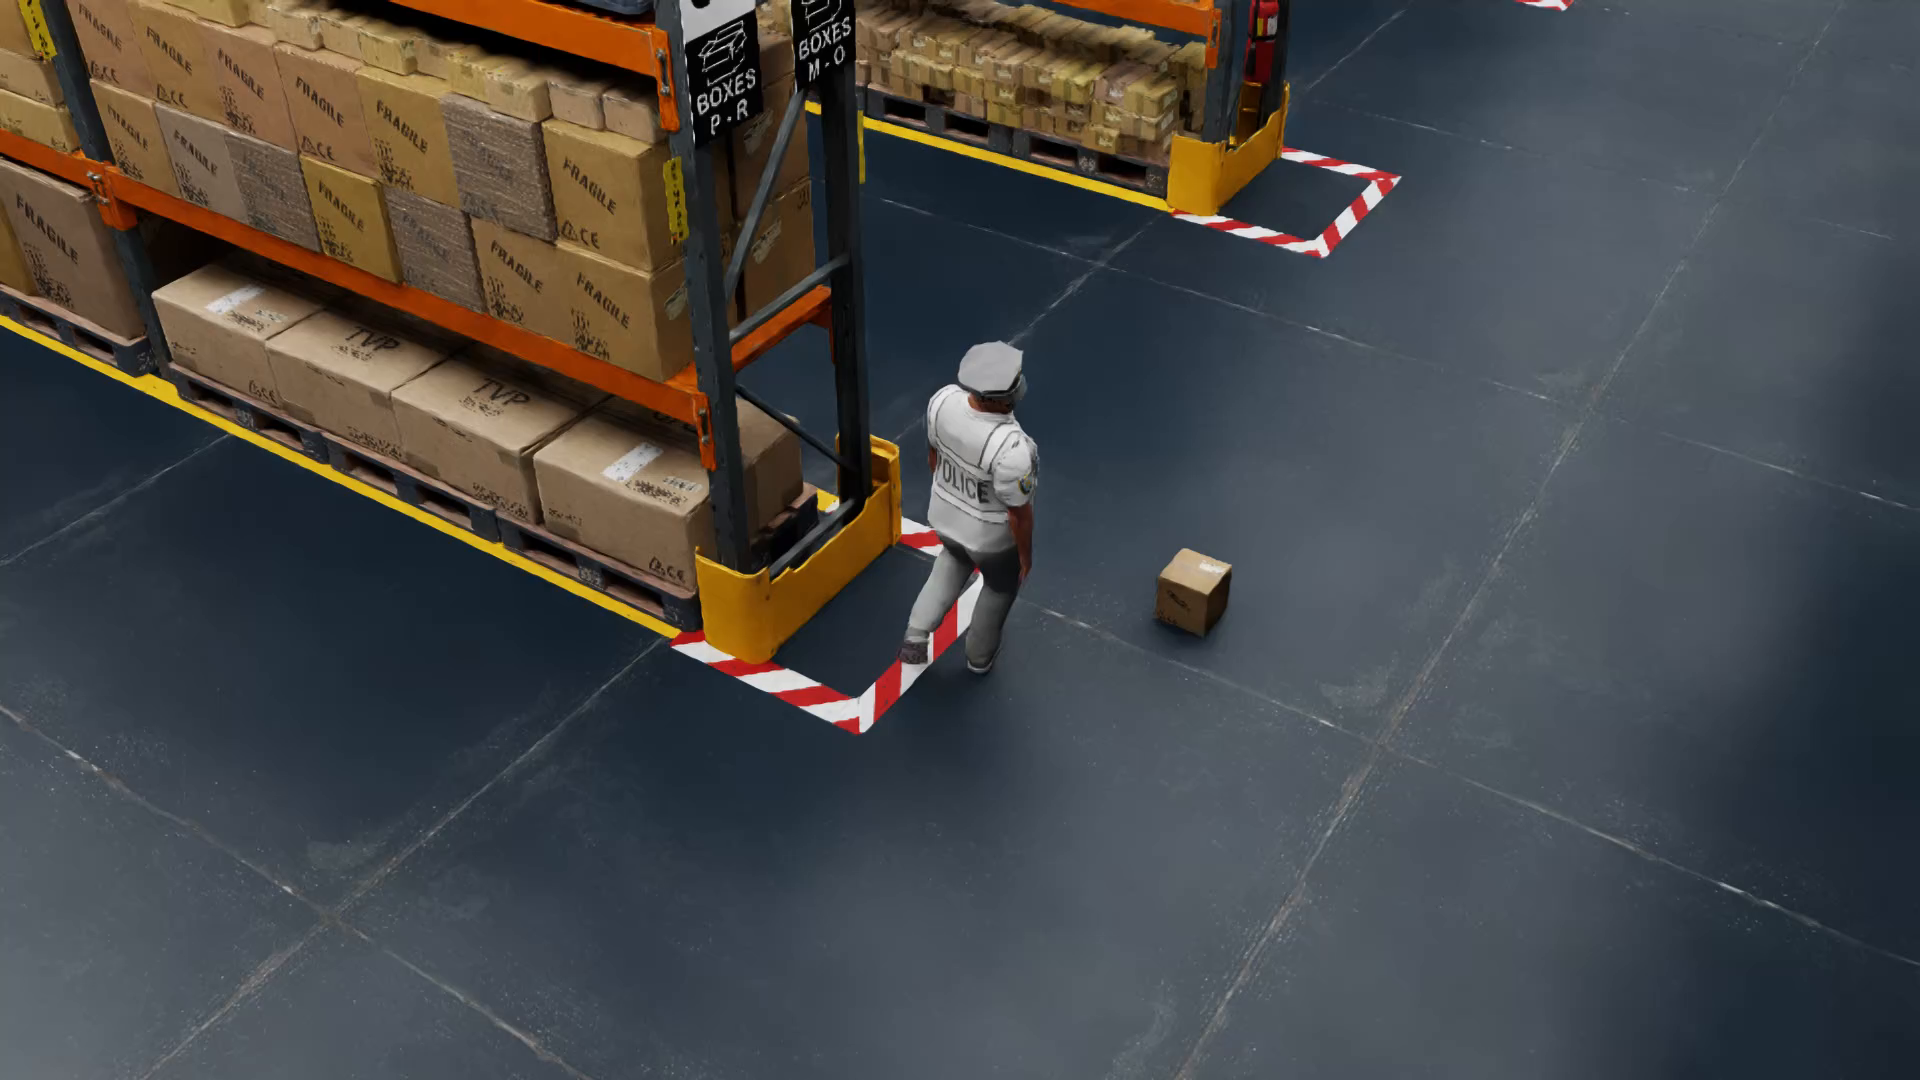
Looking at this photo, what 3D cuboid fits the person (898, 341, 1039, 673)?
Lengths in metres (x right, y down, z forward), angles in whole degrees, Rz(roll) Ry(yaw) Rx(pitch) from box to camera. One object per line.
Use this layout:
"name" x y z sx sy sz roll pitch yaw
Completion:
"person" 0.094 -0.092 6.816 0.600 1.734 0.540 26 45 29
